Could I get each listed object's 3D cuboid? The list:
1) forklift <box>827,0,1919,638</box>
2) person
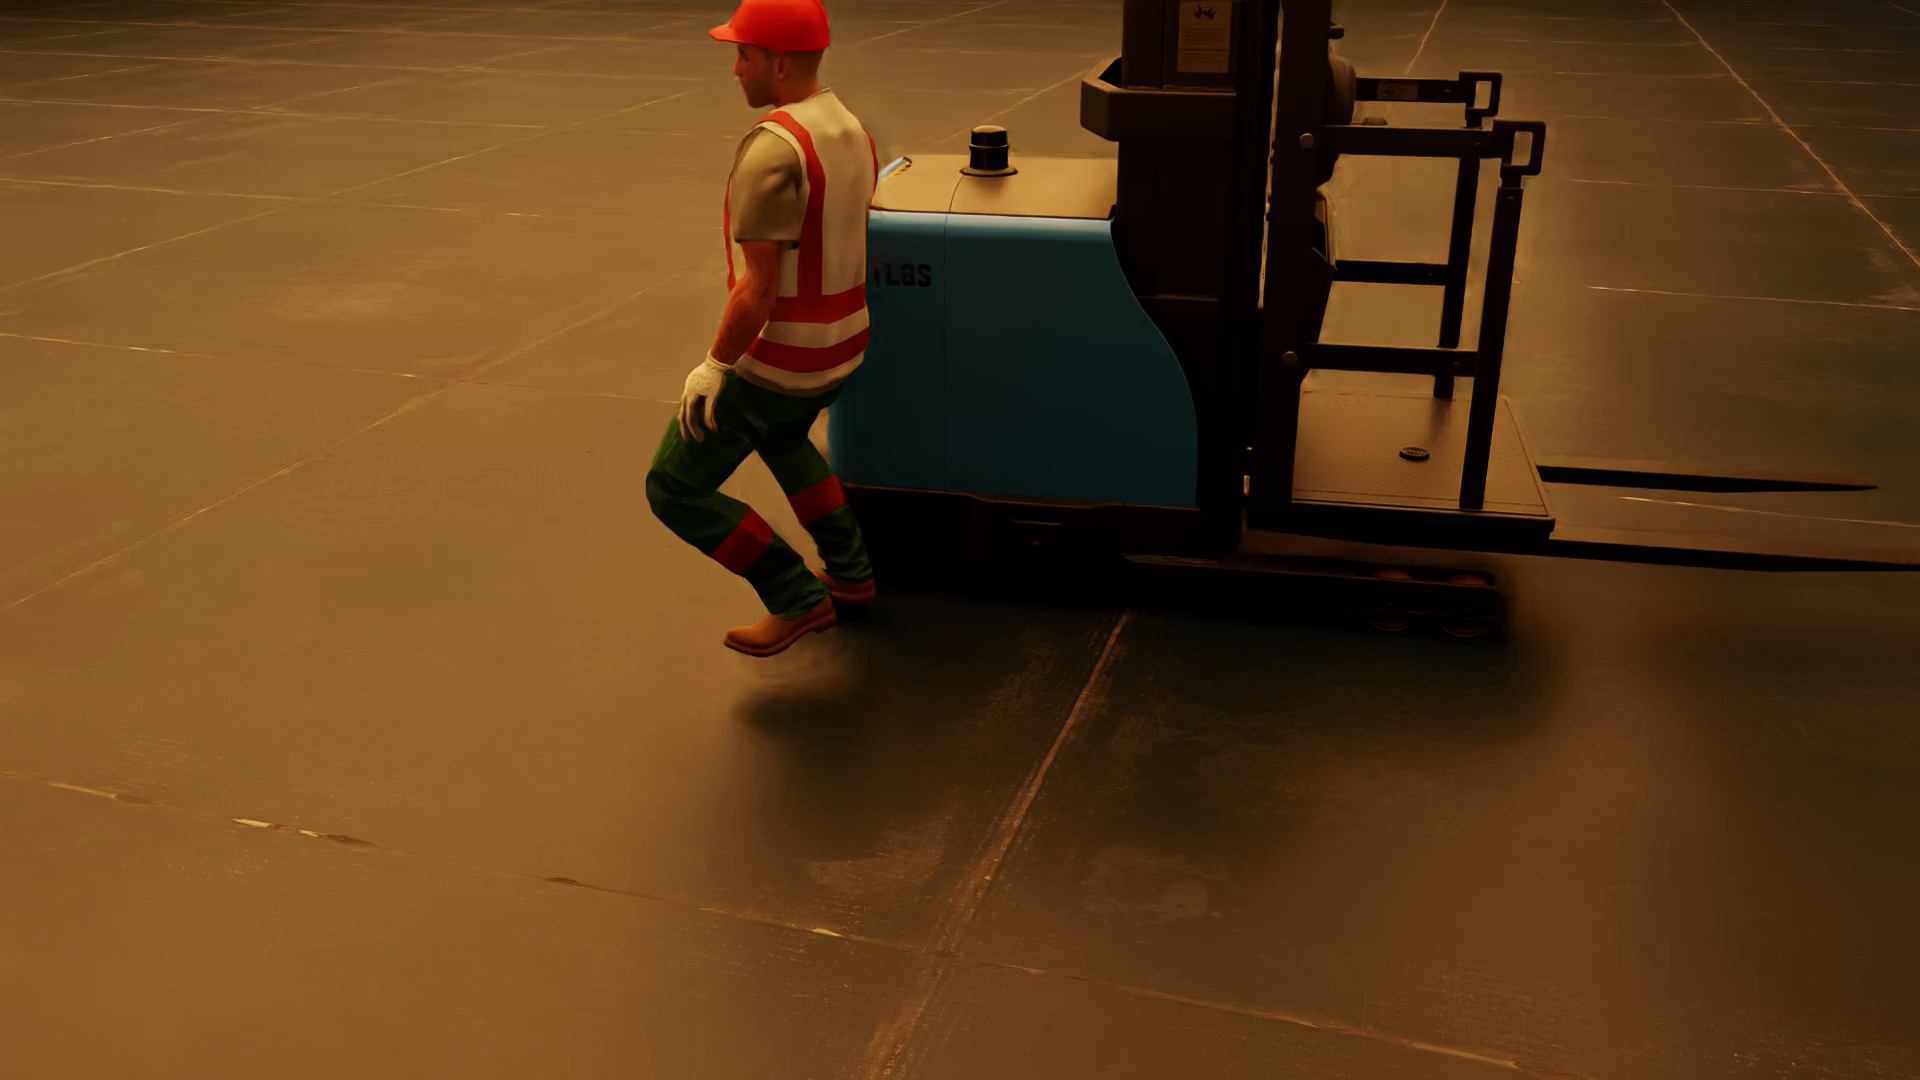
[{"bbox_3d":[1.180,-1.312,4.458,3.031,2.935,1.130,4,23,10],"label":"forklift"},{"bbox_3d":[-0.437,-0.517,4.130,0.467,1.665,0.855,11,25,24],"label":"person"}]
